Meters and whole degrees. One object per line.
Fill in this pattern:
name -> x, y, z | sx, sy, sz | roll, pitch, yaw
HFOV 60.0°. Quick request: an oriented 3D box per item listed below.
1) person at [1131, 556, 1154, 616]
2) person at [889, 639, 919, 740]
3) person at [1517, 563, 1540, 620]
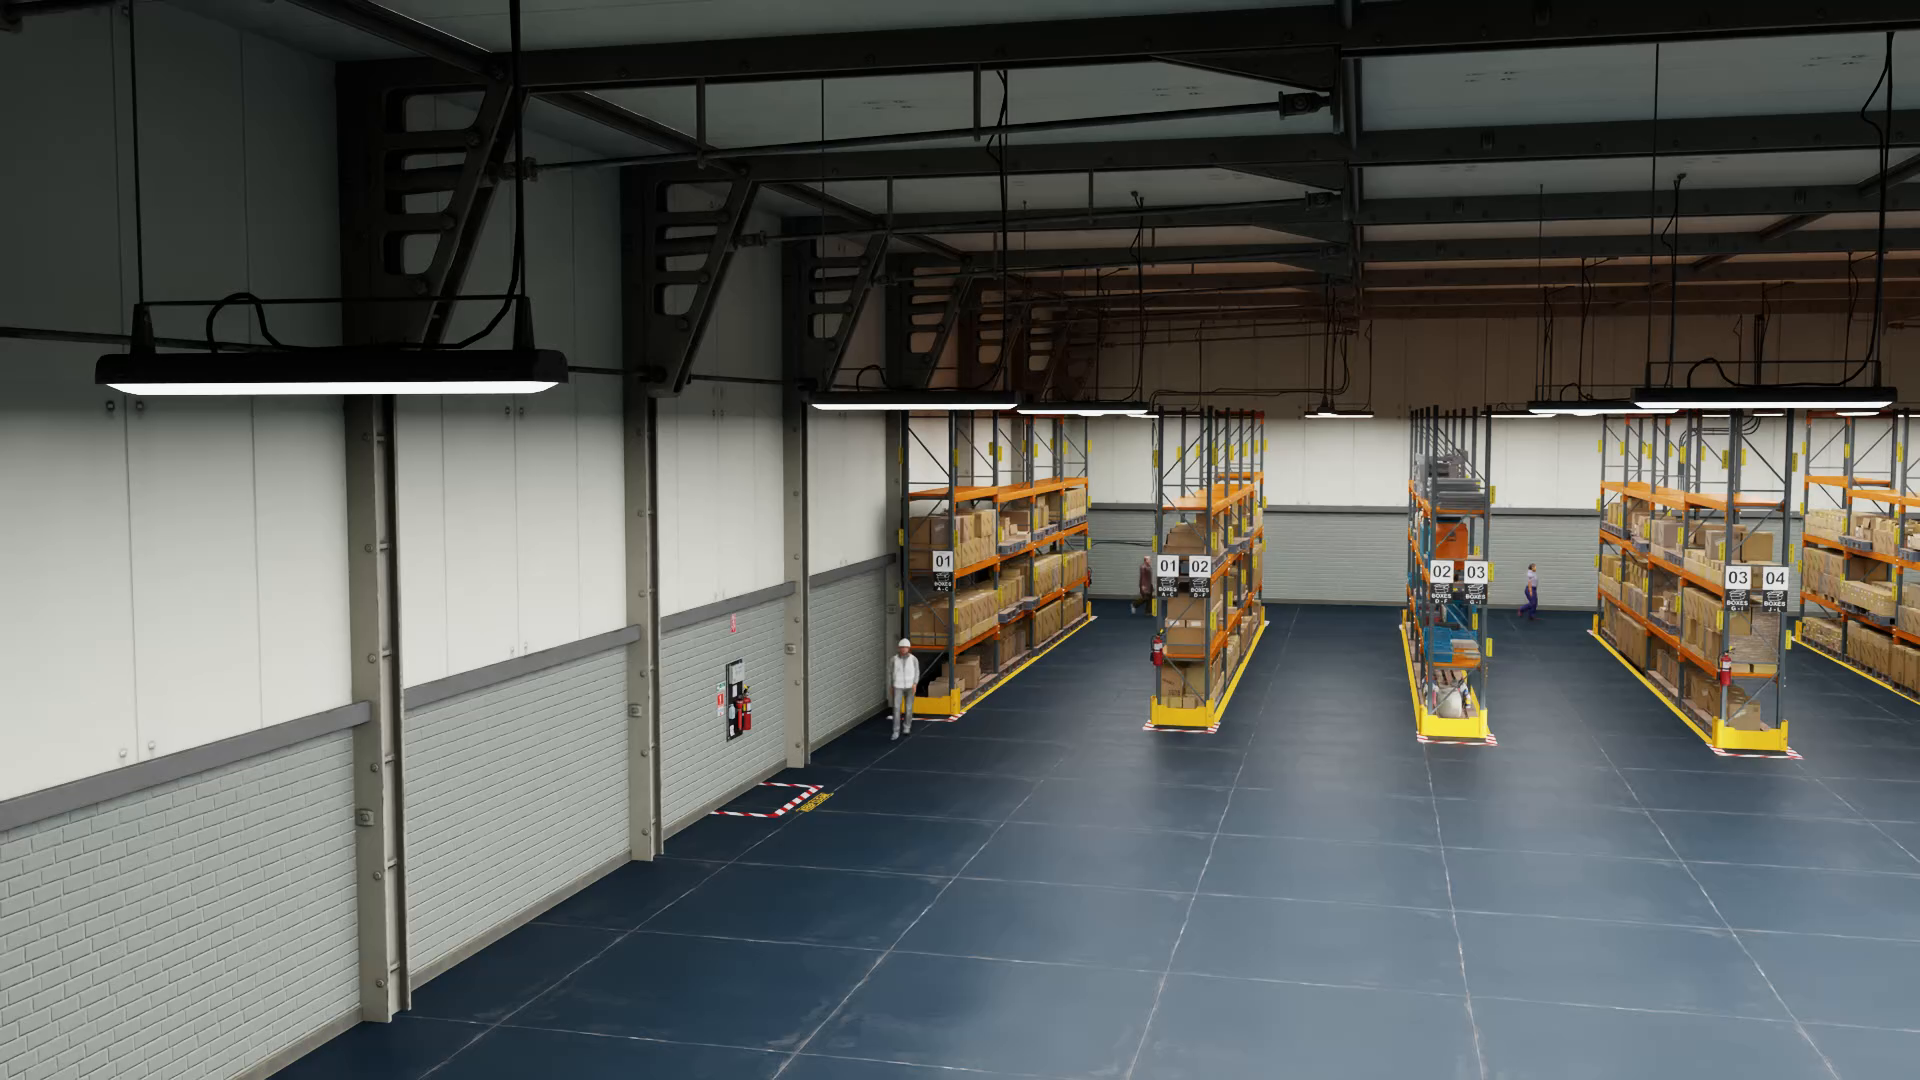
person -> 5.398, 1.339, 48.683 | 0.754, 1.767, 0.644 | 2, 5, 31
person -> -1.007, 2.674, 30.113 | 0.558, 1.759, 0.783 | -1, 4, -8
person -> 16.309, 1.477, 47.643 | 0.608, 1.639, 0.523 | 2, 5, 26
